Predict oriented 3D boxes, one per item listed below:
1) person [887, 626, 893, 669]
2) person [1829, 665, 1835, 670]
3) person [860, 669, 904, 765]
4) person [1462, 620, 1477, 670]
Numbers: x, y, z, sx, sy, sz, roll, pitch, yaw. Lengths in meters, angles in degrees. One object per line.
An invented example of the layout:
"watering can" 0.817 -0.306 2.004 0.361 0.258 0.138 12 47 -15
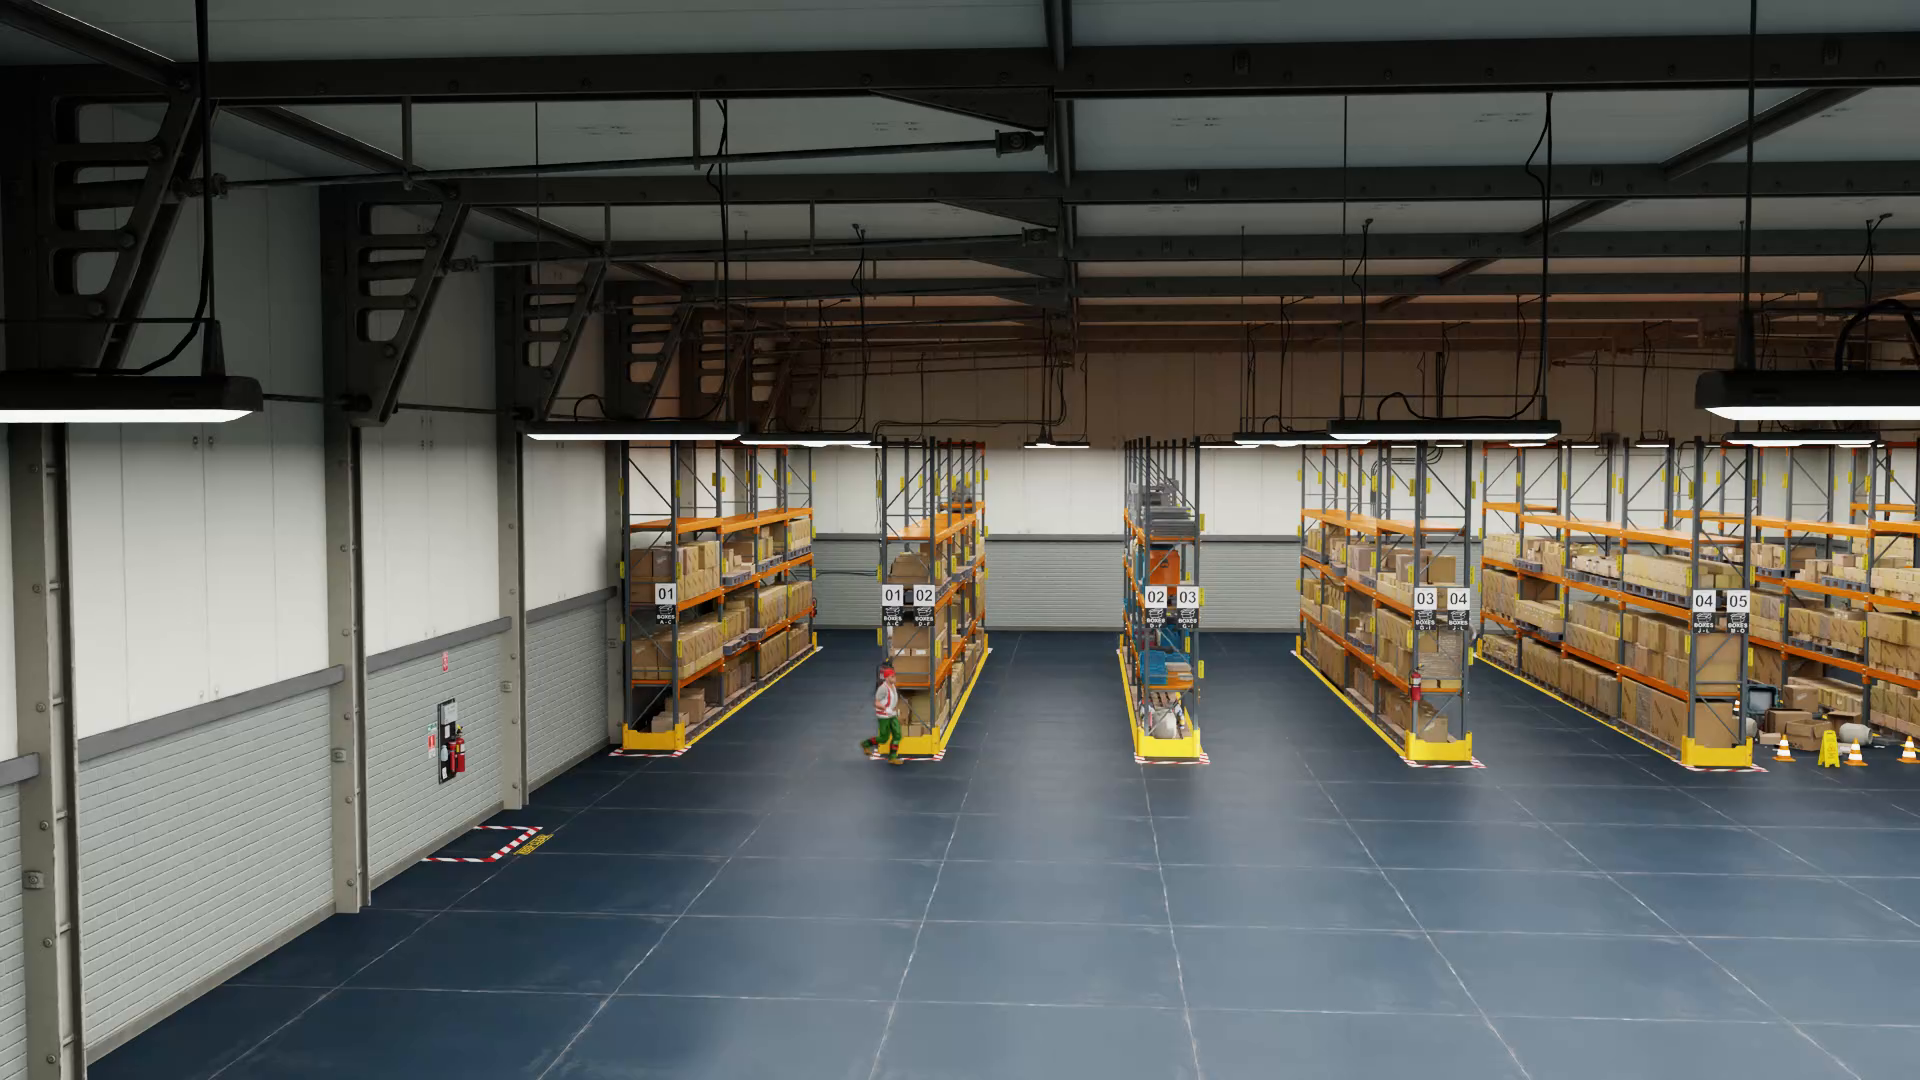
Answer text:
"person" -1.692 2.670 42.355 0.601 1.598 0.912 0 3 -6
"person" 22.240 2.508 43.022 0.655 1.765 1.000 -1 3 -15
"person" -1.403 3.219 30.441 0.864 1.748 0.637 2 4 30
"person" 13.209 2.697 43.449 0.534 1.454 0.968 1 3 15
